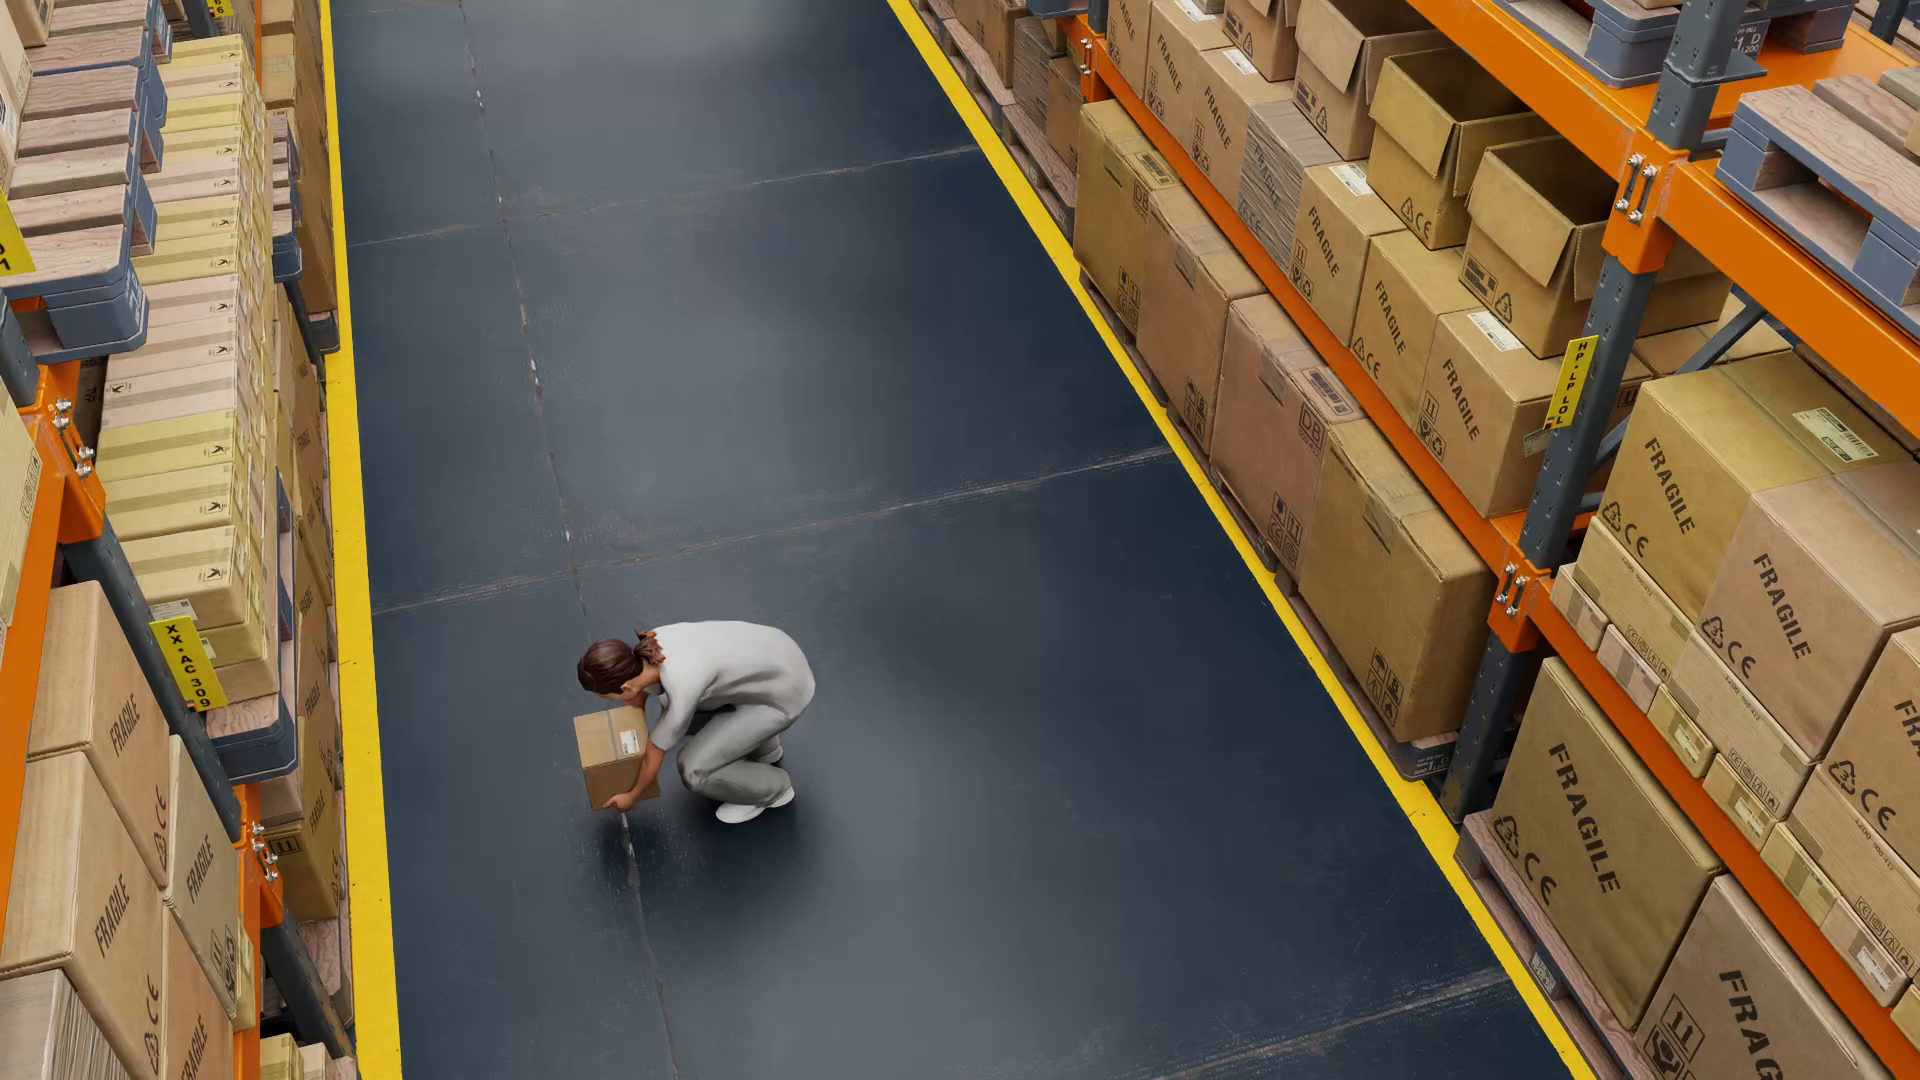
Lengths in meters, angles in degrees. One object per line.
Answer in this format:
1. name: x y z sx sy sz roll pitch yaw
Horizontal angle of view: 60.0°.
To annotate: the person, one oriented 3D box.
1. person: -0.937 0.623 6.030 0.830 0.938 0.461 -13 44 -14
